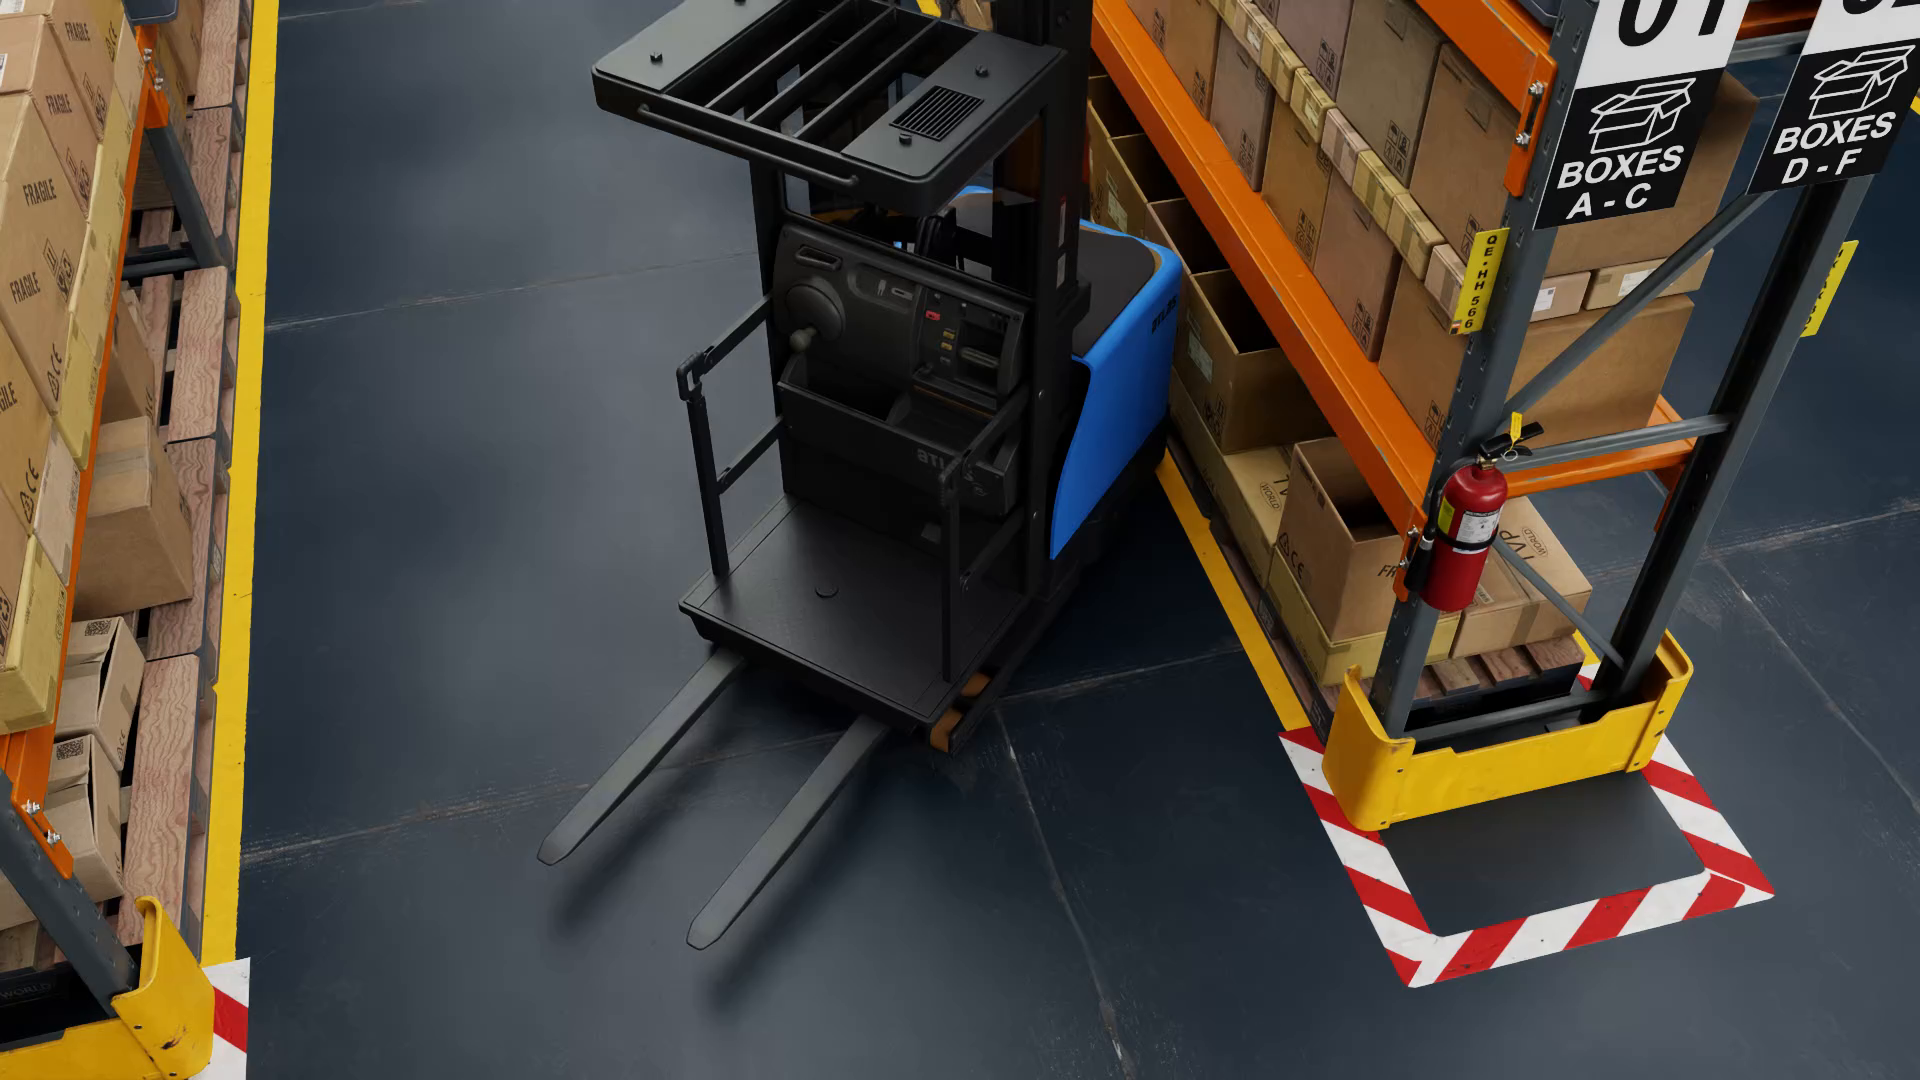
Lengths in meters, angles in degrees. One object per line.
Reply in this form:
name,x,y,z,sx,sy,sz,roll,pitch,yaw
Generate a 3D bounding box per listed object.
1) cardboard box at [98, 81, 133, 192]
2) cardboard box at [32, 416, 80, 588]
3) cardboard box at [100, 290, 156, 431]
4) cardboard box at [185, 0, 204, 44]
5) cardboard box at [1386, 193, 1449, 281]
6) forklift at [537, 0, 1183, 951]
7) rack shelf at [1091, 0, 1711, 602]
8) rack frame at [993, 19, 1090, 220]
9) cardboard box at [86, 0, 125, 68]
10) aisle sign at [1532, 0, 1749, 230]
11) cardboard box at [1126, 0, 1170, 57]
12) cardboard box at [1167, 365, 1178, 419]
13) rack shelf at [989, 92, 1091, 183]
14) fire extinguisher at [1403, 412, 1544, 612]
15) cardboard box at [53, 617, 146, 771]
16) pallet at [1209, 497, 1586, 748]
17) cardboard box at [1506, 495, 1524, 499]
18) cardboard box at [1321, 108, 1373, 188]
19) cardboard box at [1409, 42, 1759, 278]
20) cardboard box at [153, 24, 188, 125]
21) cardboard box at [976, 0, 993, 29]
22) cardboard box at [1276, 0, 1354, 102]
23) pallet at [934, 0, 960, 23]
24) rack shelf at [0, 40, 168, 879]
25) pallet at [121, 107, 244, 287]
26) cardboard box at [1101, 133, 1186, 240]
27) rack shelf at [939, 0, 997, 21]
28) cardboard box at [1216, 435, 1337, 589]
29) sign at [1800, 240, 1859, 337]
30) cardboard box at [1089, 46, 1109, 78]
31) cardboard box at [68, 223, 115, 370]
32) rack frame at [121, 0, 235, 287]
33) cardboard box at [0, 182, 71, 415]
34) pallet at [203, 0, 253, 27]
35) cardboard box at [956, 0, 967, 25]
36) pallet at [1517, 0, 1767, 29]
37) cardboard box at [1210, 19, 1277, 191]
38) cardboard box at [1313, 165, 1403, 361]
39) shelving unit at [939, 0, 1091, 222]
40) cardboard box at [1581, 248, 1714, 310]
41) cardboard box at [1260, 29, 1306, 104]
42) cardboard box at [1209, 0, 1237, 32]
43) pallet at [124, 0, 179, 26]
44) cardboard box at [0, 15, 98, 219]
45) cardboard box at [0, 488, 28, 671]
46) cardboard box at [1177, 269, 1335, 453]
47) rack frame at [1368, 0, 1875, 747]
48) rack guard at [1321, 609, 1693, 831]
cardboard box,-3.396,-1.462,6.174,0.500,0.250,0.500,-11,47,-10
cardboard box,-2.870,-0.069,4.808,0.500,0.250,0.500,-12,47,-12
cardboard box,-3.625,-0.695,6.773,0.500,0.500,0.500,-14,47,-13
cardboard box,-4.545,-2.963,8.996,0.700,0.500,0.500,-11,47,-11
cardboard box,1.532,-0.943,5.050,0.380,0.149,0.250,-10,46,-9
forklift,-0.321,-0.641,5.326,1.130,2.935,3.031,23,50,21
rack shelf,1.370,-1.401,6.526,1.077,0.370,4.000,-11,47,-10
rack frame,0.349,-1.776,6.999,0.400,2.100,0.015,13,47,19
cardboard box,-3.510,-2.072,6.246,0.500,0.500,0.500,-11,47,-10
aisle sign,1.615,-1.083,3.890,0.394,0.787,0.004,-11,47,-10
cardboard box,1.119,-2.400,6.932,0.700,0.500,0.500,-11,47,-11
cardboard box,1.064,-0.806,7.071,0.500,0.250,0.500,-11,47,-10
rack shelf,0.257,-1.606,6.850,0.431,0.518,0.480,13,47,19
fire extinguisher,1.463,-0.078,4.780,0.296,0.674,0.183,-11,47,-10
cardboard box,-3.142,0.536,5.699,0.500,0.311,0.500,-7,46,-7
pallet,1.646,0.184,6.422,1.003,0.211,1.213,-11,47,-10
cardboard box,1.828,-0.212,6.488,0.500,0.250,0.500,-11,47,-10
cardboard box,1.404,-1.294,5.393,0.380,0.149,0.250,-10,46,-10
cardboard box,1.761,-1.122,4.771,0.700,0.500,0.500,-11,47,-10
cardboard box,-4.315,-2.257,8.304,0.700,0.500,0.500,-12,47,-11
cardboard box,0.338,-2.999,8.828,0.500,0.311,0.500,-10,46,-9
cardboard box,1.492,-1.832,5.467,0.700,0.500,0.500,-11,47,-10
pallet,0.316,-3.403,9.937,1.003,0.211,1.213,-11,47,-10
rack shelf,-3.418,-0.492,5.636,1.077,0.370,4.000,-11,47,-10
pallet,-4.130,-1.686,8.255,1.003,0.211,1.213,-11,47,-10
cardboard box,0.930,-1.413,7.140,0.500,0.500,0.500,-11,47,-10
rack shelf,0.207,-2.110,6.368,0.431,0.518,0.480,13,47,19
cardboard box,1.320,-0.115,6.394,0.500,0.250,0.500,-11,47,-10
sign,2.420,-0.700,4.674,0.100,0.325,0.005,-11,47,-10
cardboard box,0.674,-2.103,7.817,0.500,0.500,0.500,-11,47,-10
cardboard box,-3.122,-0.771,5.496,0.500,0.250,0.500,-10,46,-10
rack frame,-3.930,-2.125,6.732,1.000,3.000,0.127,-11,47,-10
cardboard box,-2.980,-0.666,4.868,0.500,0.500,0.500,-12,47,-12
pallet,-4.755,-3.371,9.906,1.003,0.211,1.213,-11,47,-10
cardboard box,0.213,-3.154,9.372,0.500,0.250,0.500,-10,46,-9
pallet,1.726,-1.784,4.359,1.003,0.211,1.213,-11,47,-10
cardboard box,1.376,-1.700,6.245,0.700,0.500,0.500,-9,46,-9
cardboard box,1.636,-0.993,5.553,0.700,0.500,0.500,-10,46,-9
shelving unit,0.256,-1.615,6.841,0.431,2.100,0.503,13,47,19
cardboard box,1.990,-0.844,4.953,0.380,0.149,0.250,-11,47,-11
cardboard box,1.267,-1.656,5.749,0.380,0.149,0.250,-10,46,-9
cardboard box,1.140,-2.006,6.091,0.380,0.149,0.250,-11,47,-11
pallet,-3.985,-2.612,7.344,1.003,0.211,1.213,-11,47,-10
cardboard box,-3.258,-1.379,5.567,0.500,0.500,0.500,-12,47,-11
cardboard box,-2.737,0.035,4.181,0.500,0.500,0.500,-11,47,-10
cardboard box,1.187,-0.722,6.464,0.500,0.500,0.500,-11,47,-10
rack frame,1.882,-0.272,4.916,1.000,3.000,0.127,-11,47,-10
rack guard,1.888,0.620,5.793,1.175,0.500,0.348,-11,47,-10
